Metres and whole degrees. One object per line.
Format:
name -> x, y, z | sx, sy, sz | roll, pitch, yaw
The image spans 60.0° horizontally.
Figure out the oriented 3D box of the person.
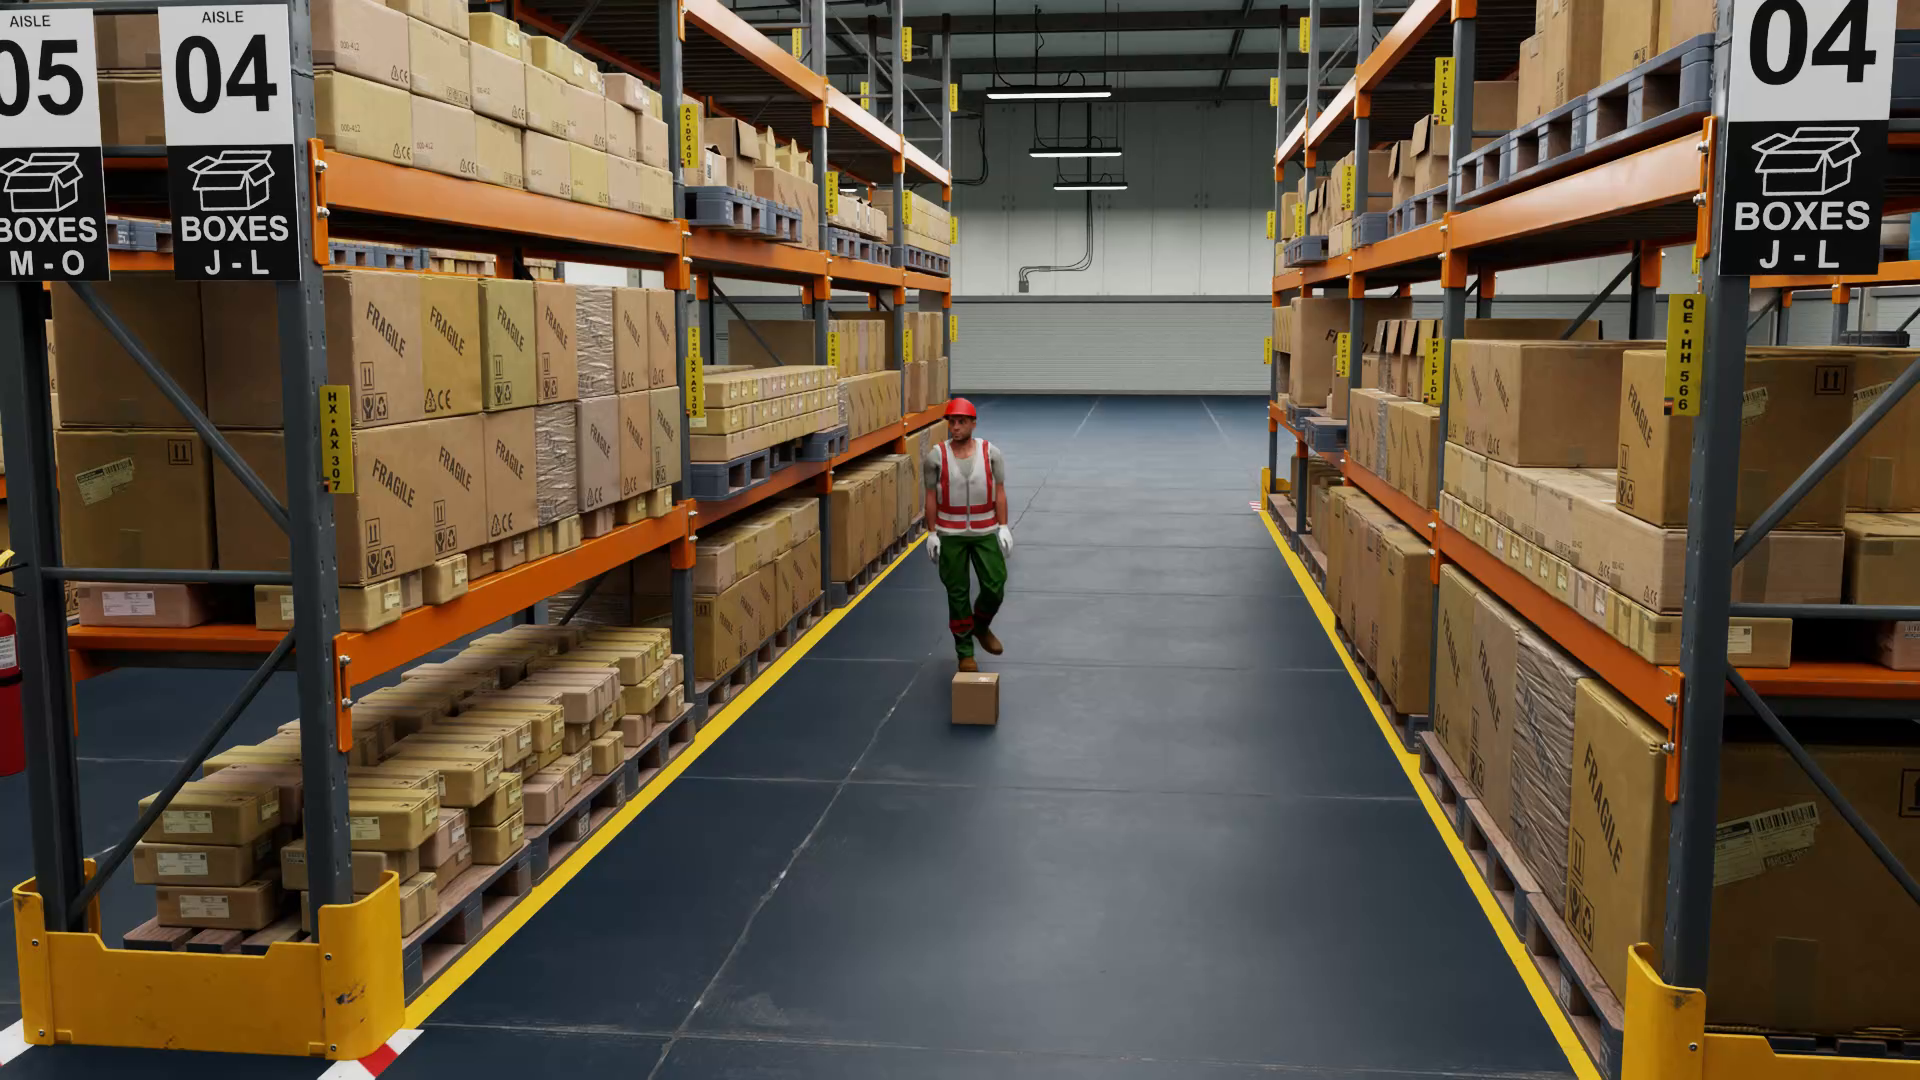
person -> 0.051, -0.039, 10.825 | 0.584, 1.783, 0.547 | -1, 8, -4
